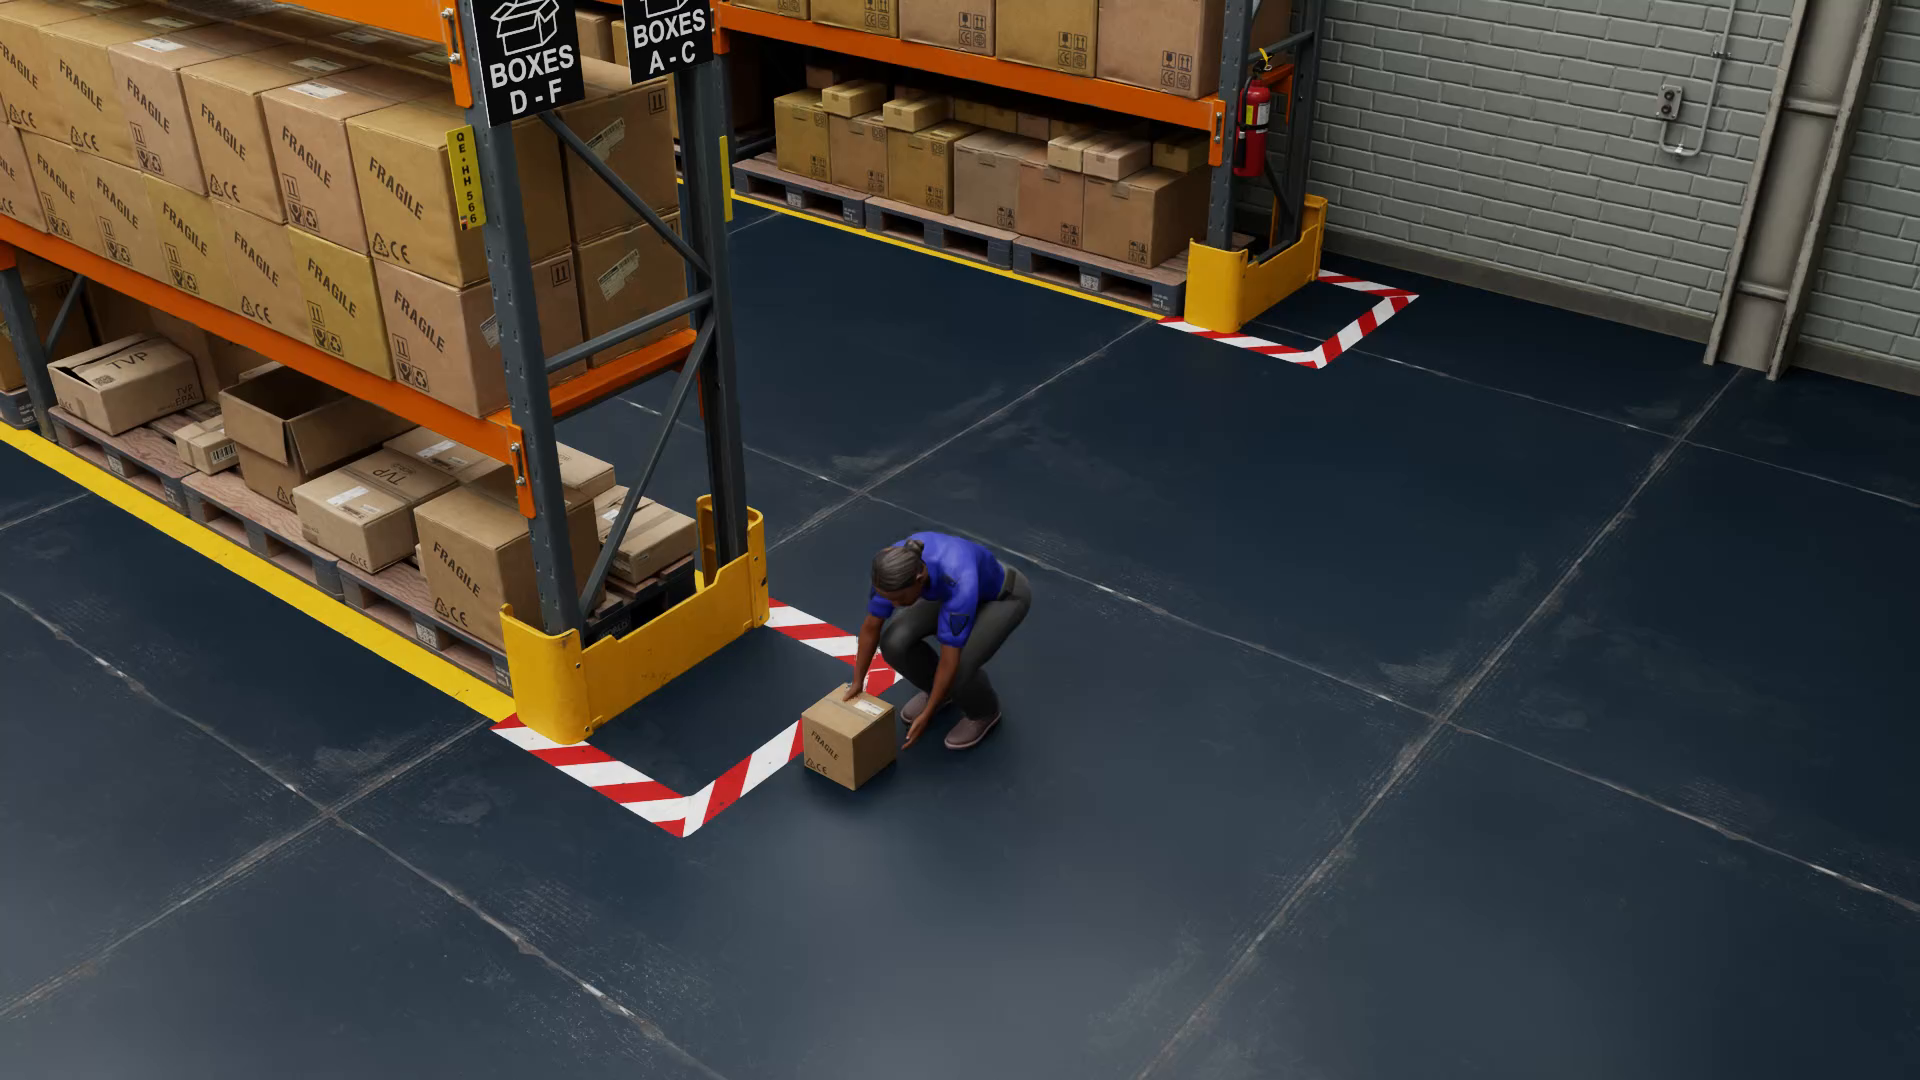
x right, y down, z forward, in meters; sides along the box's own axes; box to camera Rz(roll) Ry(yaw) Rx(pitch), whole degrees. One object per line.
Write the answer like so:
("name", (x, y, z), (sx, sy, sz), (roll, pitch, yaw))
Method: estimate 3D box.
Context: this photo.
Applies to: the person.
("person", (-0.055, 0.327, 6.262), (0.469, 0.976, 0.789), (26, 39, 36))
